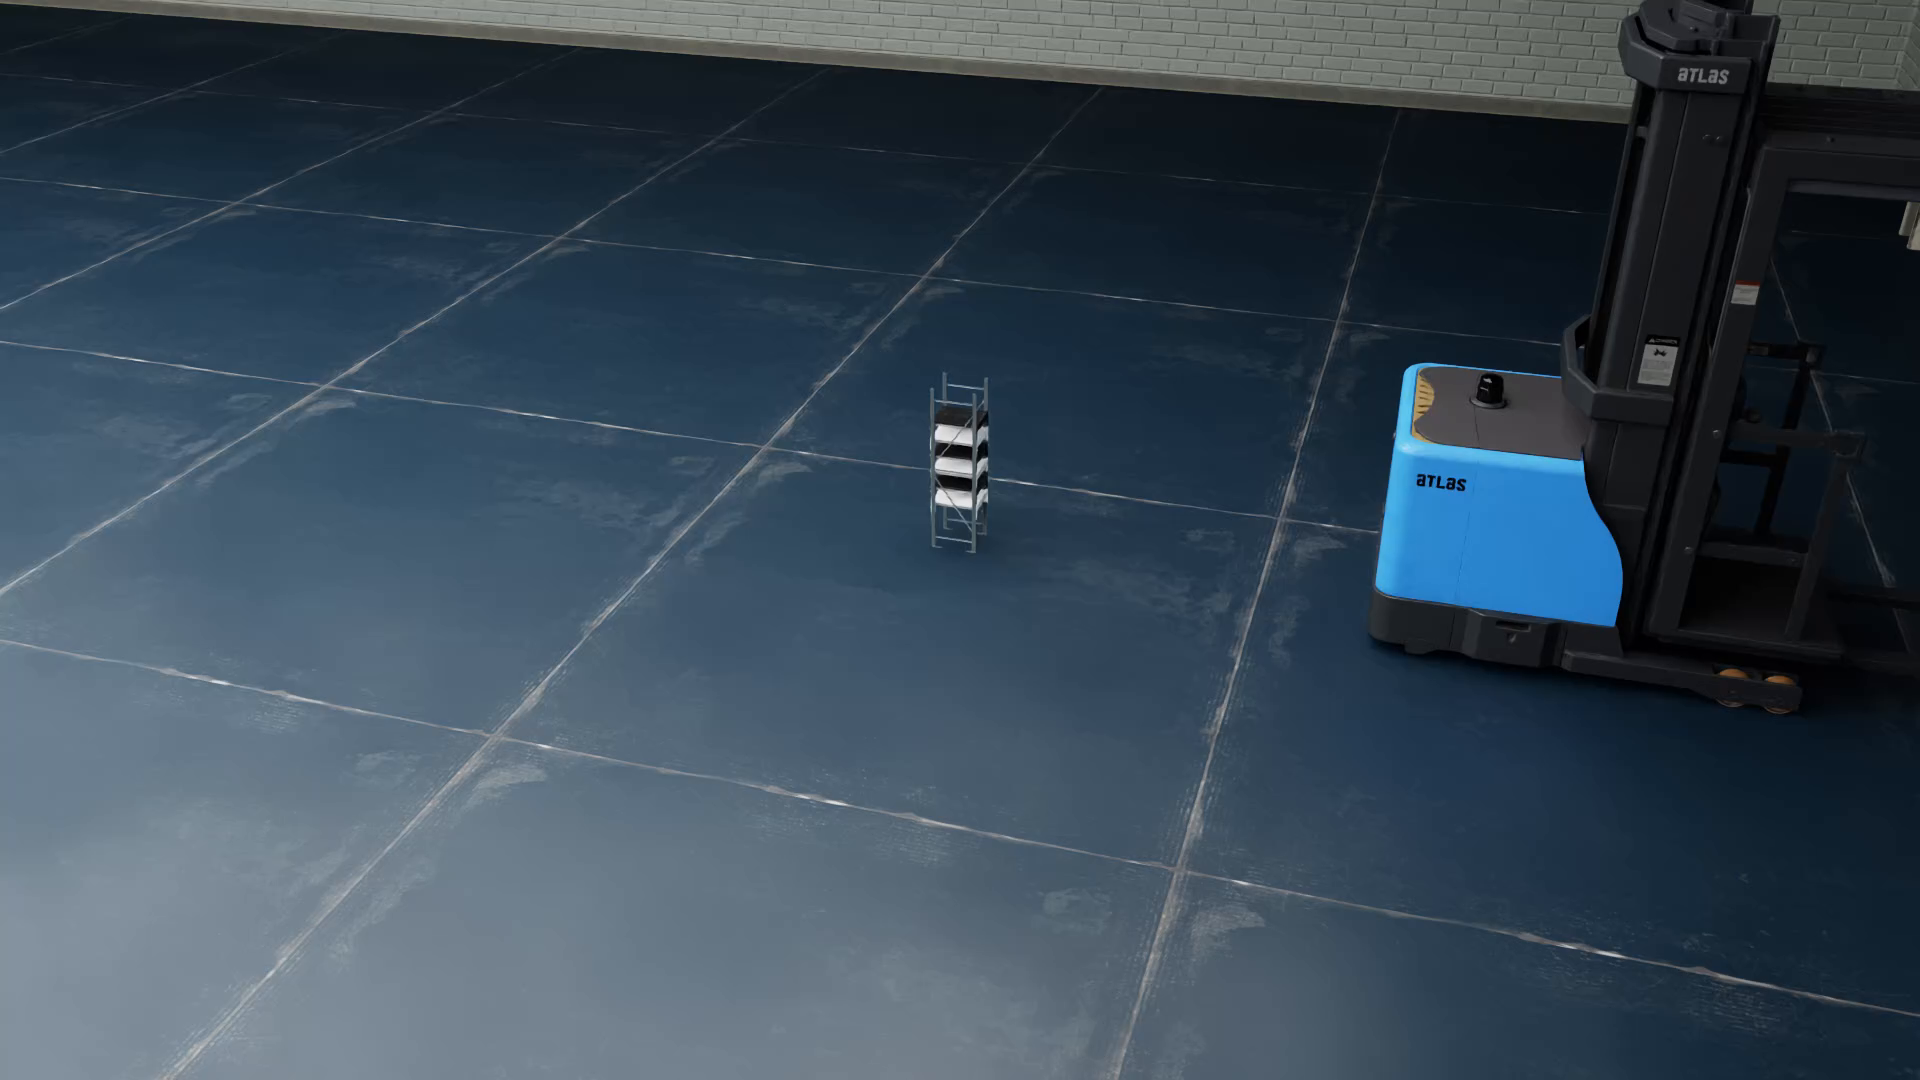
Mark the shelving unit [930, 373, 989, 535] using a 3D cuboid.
[{"bbox_3d":[-0.002,-0.391,8.526,0.258,0.900,0.205,8,30,15],"label":"shelving unit"}]

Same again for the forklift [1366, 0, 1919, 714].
[{"bbox_3d":[3.493,-0.772,7.187,3.031,2.867,1.129,8,30,14],"label":"forklift"}]

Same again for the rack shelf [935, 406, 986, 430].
[{"bbox_3d":[-0.002,-0.614,8.399,0.221,0.026,0.190,8,30,15],"label":"rack shelf"}]

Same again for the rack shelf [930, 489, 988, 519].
[{"bbox_3d":[-0.002,-0.203,8.628,0.258,0.077,0.200,8,30,15],"label":"rack shelf"}]

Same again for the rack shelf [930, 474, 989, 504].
[{"bbox_3d":[-0.002,-0.282,8.584,0.258,0.077,0.200,8,30,15],"label":"rack shelf"}]

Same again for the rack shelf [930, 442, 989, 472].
[{"bbox_3d":[-0.002,-0.439,8.497,0.258,0.077,0.200,8,30,15],"label":"rack shelf"}]

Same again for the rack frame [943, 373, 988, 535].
[{"bbox_3d":[0.027,-0.437,8.609,0.240,0.900,0.006,8,30,15],"label":"rack frame"}]

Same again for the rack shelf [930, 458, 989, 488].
[{"bbox_3d":[-0.002,-0.360,8.541,0.258,0.077,0.200,8,30,15],"label":"rack shelf"}]

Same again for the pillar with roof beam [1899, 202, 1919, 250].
[{"bbox_3d":[3.368,-6.852,11.811,9.100,9.000,0.400,8,30,15],"label":"pillar with roof beam"}]

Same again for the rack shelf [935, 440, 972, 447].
[{"bbox_3d":[-0.002,-0.531,8.446,0.199,0.015,0.184,8,30,15],"label":"rack shelf"}]
